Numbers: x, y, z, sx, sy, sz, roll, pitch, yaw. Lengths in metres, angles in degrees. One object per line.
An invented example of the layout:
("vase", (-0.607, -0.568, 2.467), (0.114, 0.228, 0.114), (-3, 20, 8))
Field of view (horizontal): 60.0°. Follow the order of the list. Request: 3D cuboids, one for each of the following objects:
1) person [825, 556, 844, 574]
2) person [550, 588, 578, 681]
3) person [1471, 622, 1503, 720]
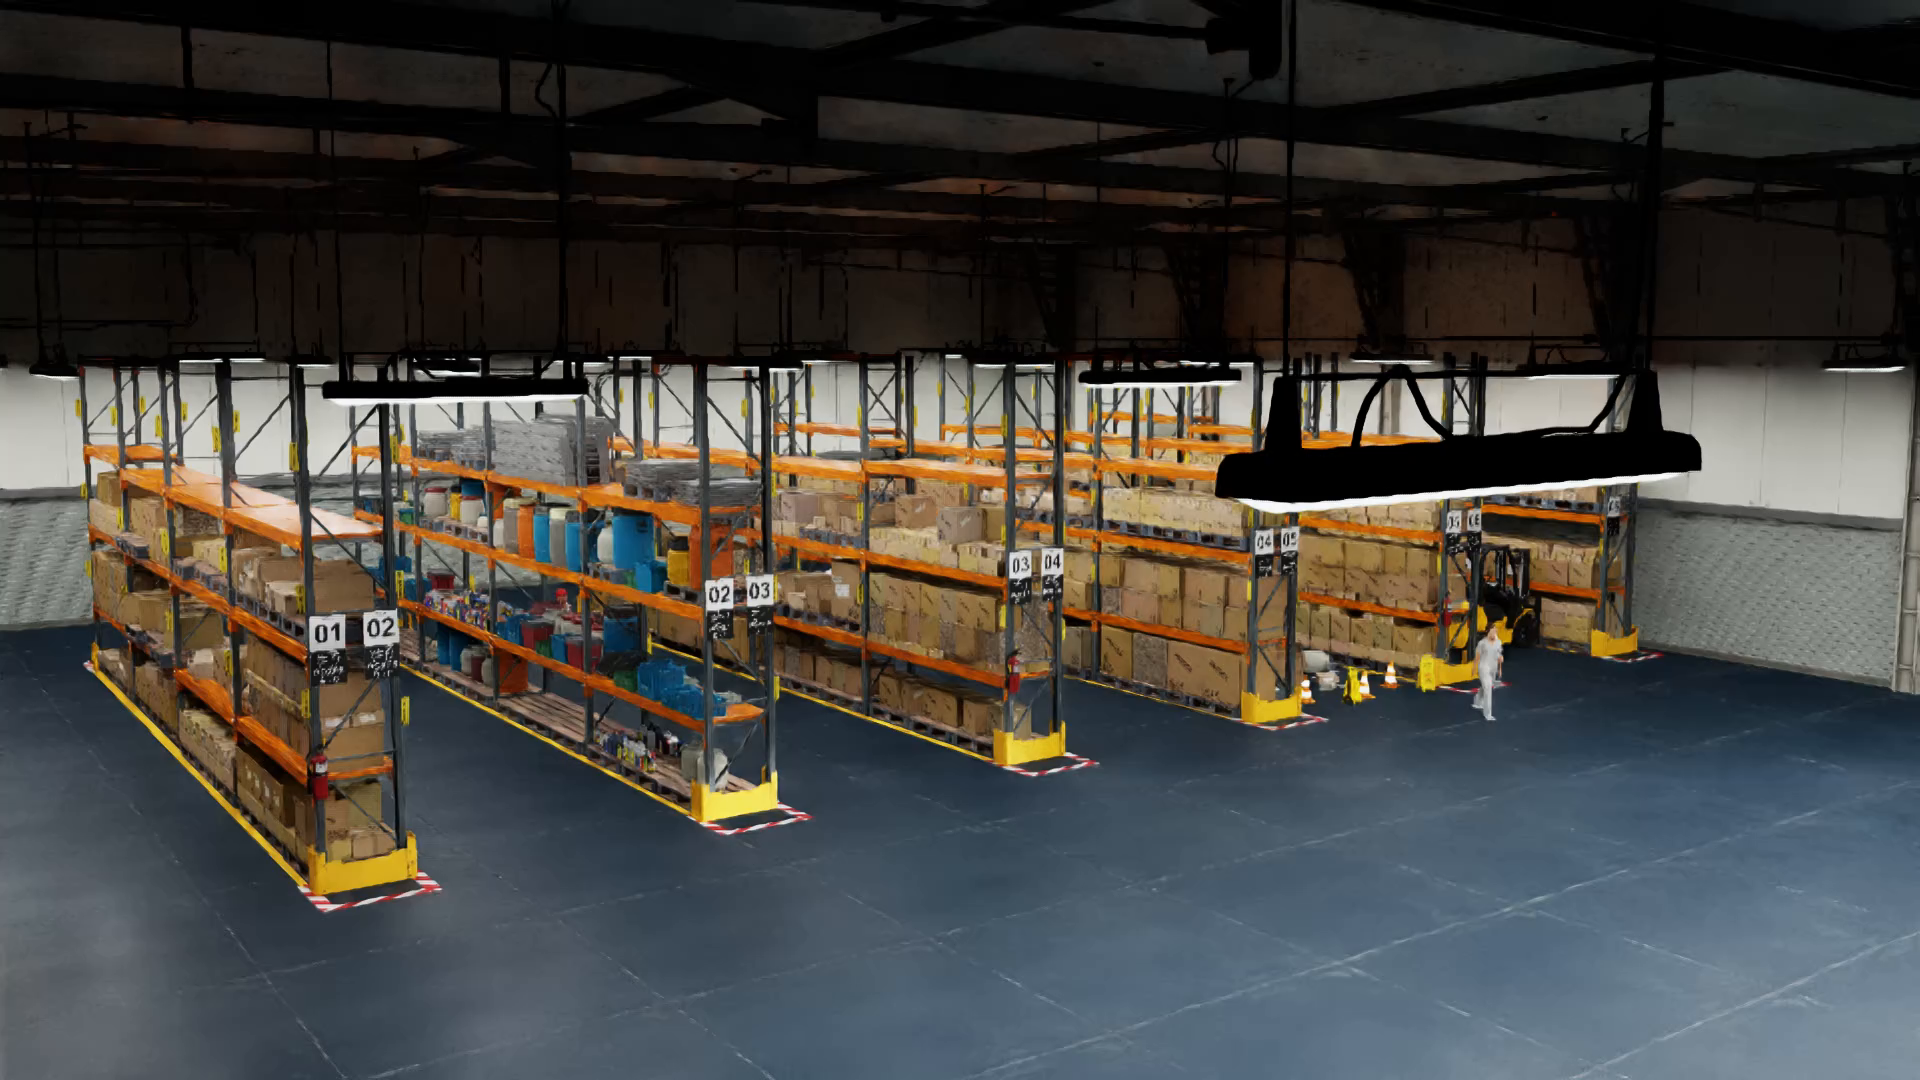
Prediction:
("person", (-2.629, 1.181, 35.565), (0.719, 1.714, 0.578), (-5, 9, -37))
("person", (-7.350, 1.738, 30.746), (0.528, 1.727, 1.030), (-6, 9, -43))
("person", (8.838, 2.160, 27.861), (0.486, 1.610, 0.954), (-2, 7, -15))
